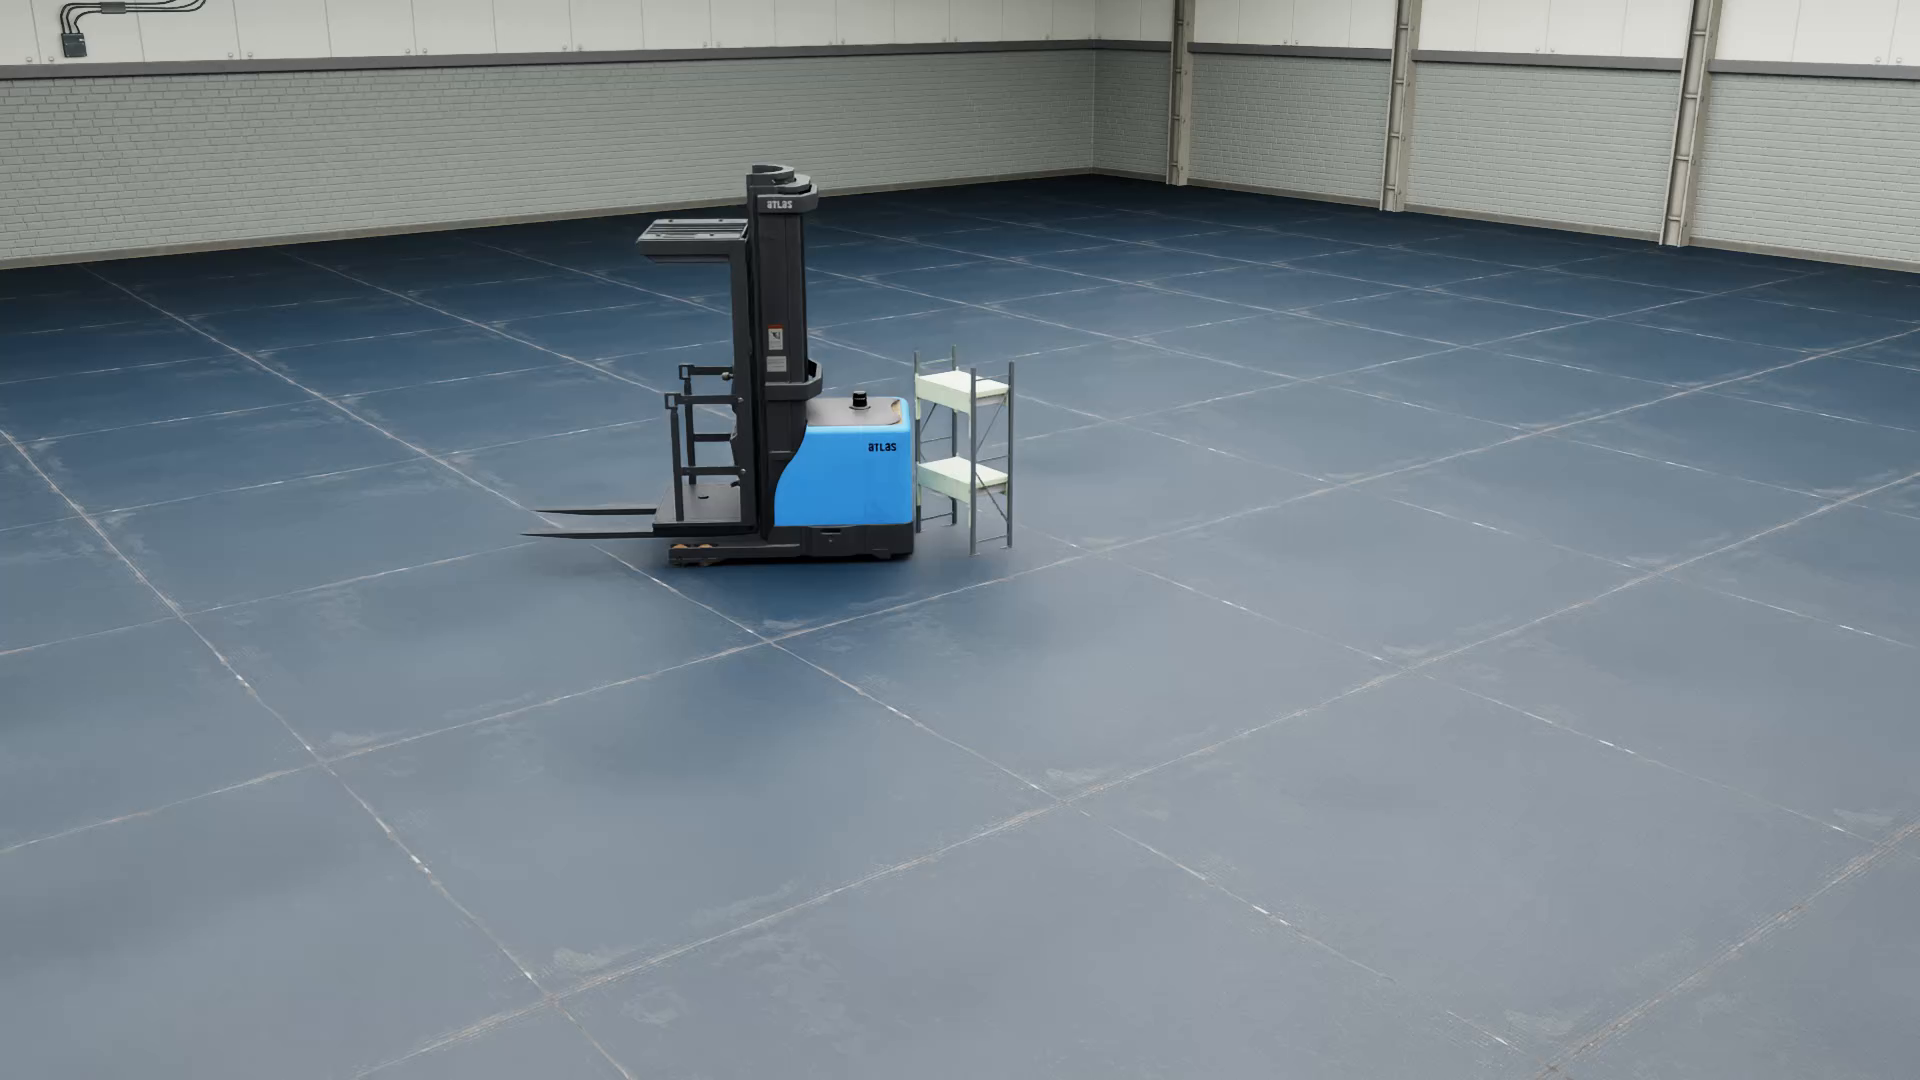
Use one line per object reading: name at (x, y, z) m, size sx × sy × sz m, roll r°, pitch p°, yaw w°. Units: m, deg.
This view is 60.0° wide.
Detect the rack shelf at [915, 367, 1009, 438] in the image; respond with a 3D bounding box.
rack shelf at (0.028, -1.083, 13.005) m, size 0.431 × 0.370 × 0.720 m, roll -13°, pitch 22°, yaw -35°

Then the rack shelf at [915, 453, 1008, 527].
rack shelf at (0.028, -0.403, 13.230) m, size 0.431 × 0.370 × 0.720 m, roll -13°, pitch 22°, yaw -35°

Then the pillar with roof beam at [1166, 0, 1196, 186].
pillar with roof beam at (1.548, -11.507, 33.796) m, size 9.100 × 9.000 × 0.400 m, roll -14°, pitch 23°, yaw -36°

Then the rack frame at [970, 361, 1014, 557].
rack frame at (0.247, -0.620, 12.849) m, size 0.400 × 1.500 × 0.023 m, roll -13°, pitch 22°, yaw -35°

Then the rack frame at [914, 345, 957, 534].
rack frame at (-0.191, -0.804, 13.406) m, size 0.400 × 1.500 × 0.023 m, roll -13°, pitch 22°, yaw -35°

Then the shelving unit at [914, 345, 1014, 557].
shelving unit at (0.028, -0.712, 13.127) m, size 0.431 × 1.500 × 0.755 m, roll -13°, pitch 22°, yaw -35°

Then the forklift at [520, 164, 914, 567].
forklift at (-1.894, -1.358, 12.801) m, size 3.031 × 2.935 × 1.130 m, roll -1°, pitch 18°, yaw -3°

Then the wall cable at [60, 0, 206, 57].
wall cable at (-13.111, -10.646, 25.788) m, size 2.305 × 6.003 × 0.169 m, roll -14°, pitch 23°, yaw -36°

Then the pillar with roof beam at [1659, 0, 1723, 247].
pillar with roof beam at (8.999, -8.550, 24.867) m, size 9.100 × 9.000 × 0.400 m, roll -14°, pitch 23°, yaw -36°

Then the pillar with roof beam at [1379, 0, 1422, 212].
pillar with roof beam at (5.274, -10.028, 29.332) m, size 9.100 × 9.000 × 0.400 m, roll -14°, pitch 23°, yaw -36°
